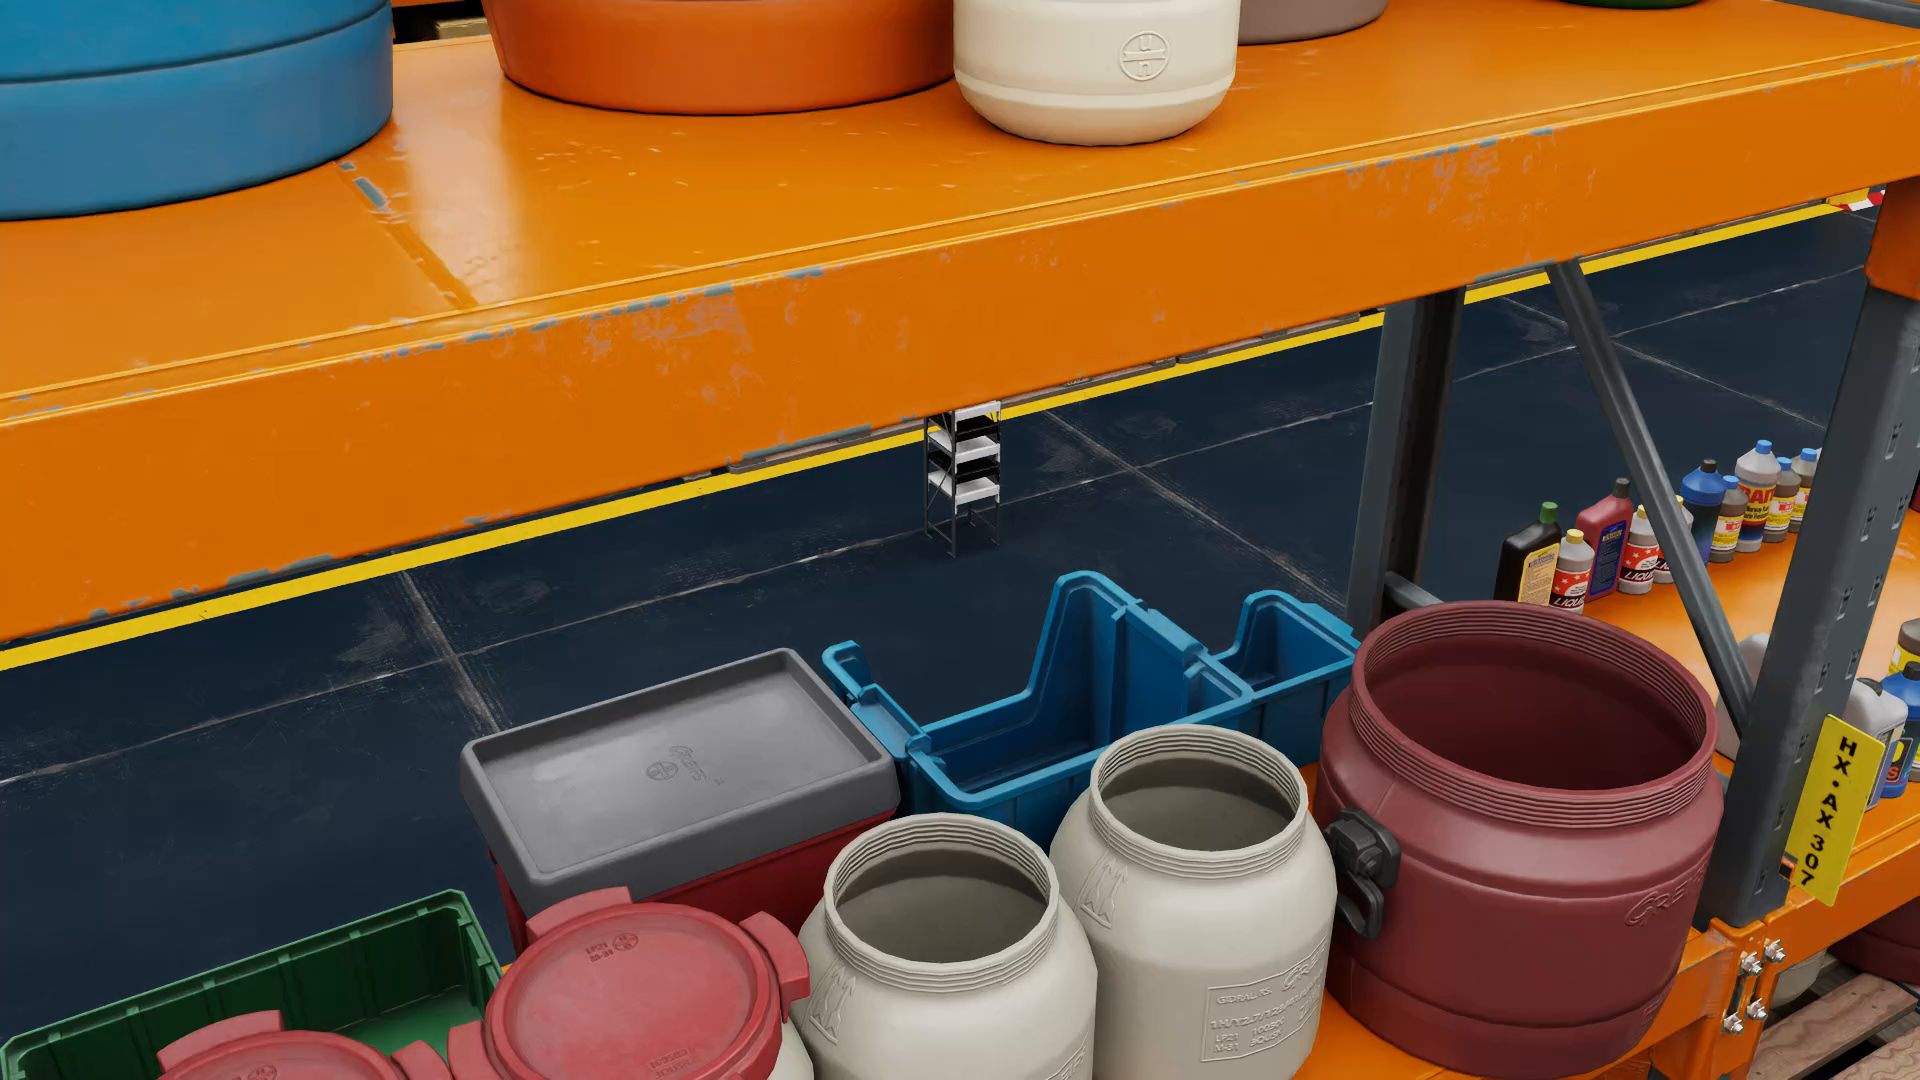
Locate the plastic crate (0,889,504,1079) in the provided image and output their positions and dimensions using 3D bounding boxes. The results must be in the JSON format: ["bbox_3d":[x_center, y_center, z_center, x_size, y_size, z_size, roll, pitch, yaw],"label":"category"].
[{"bbox_3d":[-0.972,0.811,2.396,0.662,0.188,0.450,-16,33,-26],"label":"plastic crate"}]

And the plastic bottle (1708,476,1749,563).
[{"bbox_3d":[1.810,-0.056,3.952,0.097,0.201,0.097,0,29,0],"label":"plastic bottle"}]

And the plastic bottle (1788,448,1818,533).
[{"bbox_3d":[2.062,-0.127,4.082,0.097,0.201,0.097,0,29,0],"label":"plastic bottle"}]

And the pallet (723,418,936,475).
[{"bbox_3d":[-0.726,-0.728,7.850,1.213,0.211,1.003,-16,33,-26],"label":"pallet"}]

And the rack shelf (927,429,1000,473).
[{"bbox_3d":[0.007,-0.367,6.552,0.200,0.077,0.258,-16,33,-26],"label":"rack shelf"}]

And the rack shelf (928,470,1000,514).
[{"bbox_3d":[0.007,-0.209,6.639,0.200,0.077,0.258,-16,33,-26],"label":"rack shelf"}]

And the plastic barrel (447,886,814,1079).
[{"bbox_3d":[-0.389,0.774,2.102,0.433,0.535,0.433,0,29,0],"label":"plastic barrel"}]

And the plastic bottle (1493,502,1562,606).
[{"bbox_3d":[1.250,0.057,3.663,0.133,0.283,0.061,-16,33,-26],"label":"plastic bottle"}]

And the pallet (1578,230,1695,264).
[{"bbox_3d":[3.706,-2.008,10.171,1.213,0.211,1.003,-16,33,-26],"label":"pallet"}]

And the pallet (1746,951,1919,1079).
[{"bbox_3d":[1.776,1.293,4.188,1.213,0.211,1.003,-16,33,-26],"label":"pallet"}]

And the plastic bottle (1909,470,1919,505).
[{"bbox_3d":[2.394,-0.274,4.193,0.185,0.351,0.144,-16,33,-26],"label":"plastic bottle"}]

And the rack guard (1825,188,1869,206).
[{"bbox_3d":[5.443,-2.627,10.993,0.348,0.500,1.175,-16,33,-26],"label":"rack guard"}]

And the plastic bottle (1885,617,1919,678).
[{"bbox_3d":[1.974,0.238,3.420,0.097,0.201,0.097,0,29,0],"label":"plastic bottle"}]

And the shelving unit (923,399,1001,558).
[{"bbox_3d":[0.007,-0.396,6.536,0.210,0.900,0.258,-16,33,-26],"label":"shelving unit"}]

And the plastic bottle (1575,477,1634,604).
[{"bbox_3d":[1.449,0.001,3.765,0.133,0.283,0.061,-16,33,-26],"label":"plastic bottle"}]

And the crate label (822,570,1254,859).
[{"bbox_3d":[0.124,0.398,2.888,0.616,0.435,0.502,-16,33,-26],"label":"crate label"}]

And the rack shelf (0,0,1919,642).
[{"bbox_3d":[-0.607,-0.226,1.695,4.000,0.370,1.077,-16,33,-26],"label":"rack shelf"}]

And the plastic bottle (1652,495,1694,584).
[{"bbox_3d":[1.642,-0.008,3.866,0.097,0.201,0.097,0,29,0],"label":"plastic bottle"}]

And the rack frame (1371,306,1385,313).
[{"bbox_3d":[2.060,-2.761,8.648,0.127,3.000,1.000,-16,33,-26],"label":"rack frame"}]

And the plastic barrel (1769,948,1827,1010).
[{"bbox_3d":[1.972,0.886,4.181,0.421,0.512,0.421,0,29,0],"label":"plastic barrel"}]

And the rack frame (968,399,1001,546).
[{"bbox_3d":[0.095,-0.421,6.581,0.006,0.900,0.240,-16,33,-26],"label":"rack frame"}]

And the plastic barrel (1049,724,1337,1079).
[{"bbox_3d":[0.339,0.575,2.489,0.421,0.512,0.421,0,29,0],"label":"plastic barrel"}]

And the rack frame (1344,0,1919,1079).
[{"bbox_3d":[1.118,0.283,3.133,0.127,3.000,1.000,-16,33,-26],"label":"rack frame"}]

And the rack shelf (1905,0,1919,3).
[{"bbox_3d":[2.842,-1.205,3.469,4.000,0.370,1.077,-16,33,-26],"label":"rack shelf"}]

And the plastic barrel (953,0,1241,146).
[{"bbox_3d":[0.140,-0.561,1.702,0.301,0.262,0.301,0,29,0],"label":"plastic barrel"}]

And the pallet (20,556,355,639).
[{"bbox_3d":[-3.169,-0.079,6.674,1.213,0.211,1.003,-16,33,-26],"label":"pallet"}]

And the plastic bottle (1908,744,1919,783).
[{"bbox_3d":[1.852,0.358,3.203,0.097,0.201,0.097,0,29,0],"label":"plastic bottle"}]

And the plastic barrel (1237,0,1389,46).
[{"bbox_3d":[0.300,-1.139,2.087,0.600,0.901,0.600,0,29,0],"label":"plastic barrel"}]

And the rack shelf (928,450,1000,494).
[{"bbox_3d":[0.007,-0.288,6.596,0.200,0.077,0.258,-16,33,-26],"label":"rack shelf"}]

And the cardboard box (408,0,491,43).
[{"bbox_3d":[-3.201,-3.212,11.257,0.750,0.750,0.750,-16,33,-27],"label":"cardboard box"}]

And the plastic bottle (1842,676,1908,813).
[{"bbox_3d":[1.655,0.366,3.111,0.135,0.276,0.152,-16,33,-26],"label":"plastic bottle"}]

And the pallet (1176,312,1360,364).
[{"bbox_3d":[1.378,-1.325,8.933,1.213,0.211,1.003,-16,33,-26],"label":"pallet"}]

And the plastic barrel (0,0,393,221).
[{"bbox_3d":[-0.875,-0.806,1.483,0.708,0.901,0.600,-16,33,-26],"label":"plastic barrel"}]
